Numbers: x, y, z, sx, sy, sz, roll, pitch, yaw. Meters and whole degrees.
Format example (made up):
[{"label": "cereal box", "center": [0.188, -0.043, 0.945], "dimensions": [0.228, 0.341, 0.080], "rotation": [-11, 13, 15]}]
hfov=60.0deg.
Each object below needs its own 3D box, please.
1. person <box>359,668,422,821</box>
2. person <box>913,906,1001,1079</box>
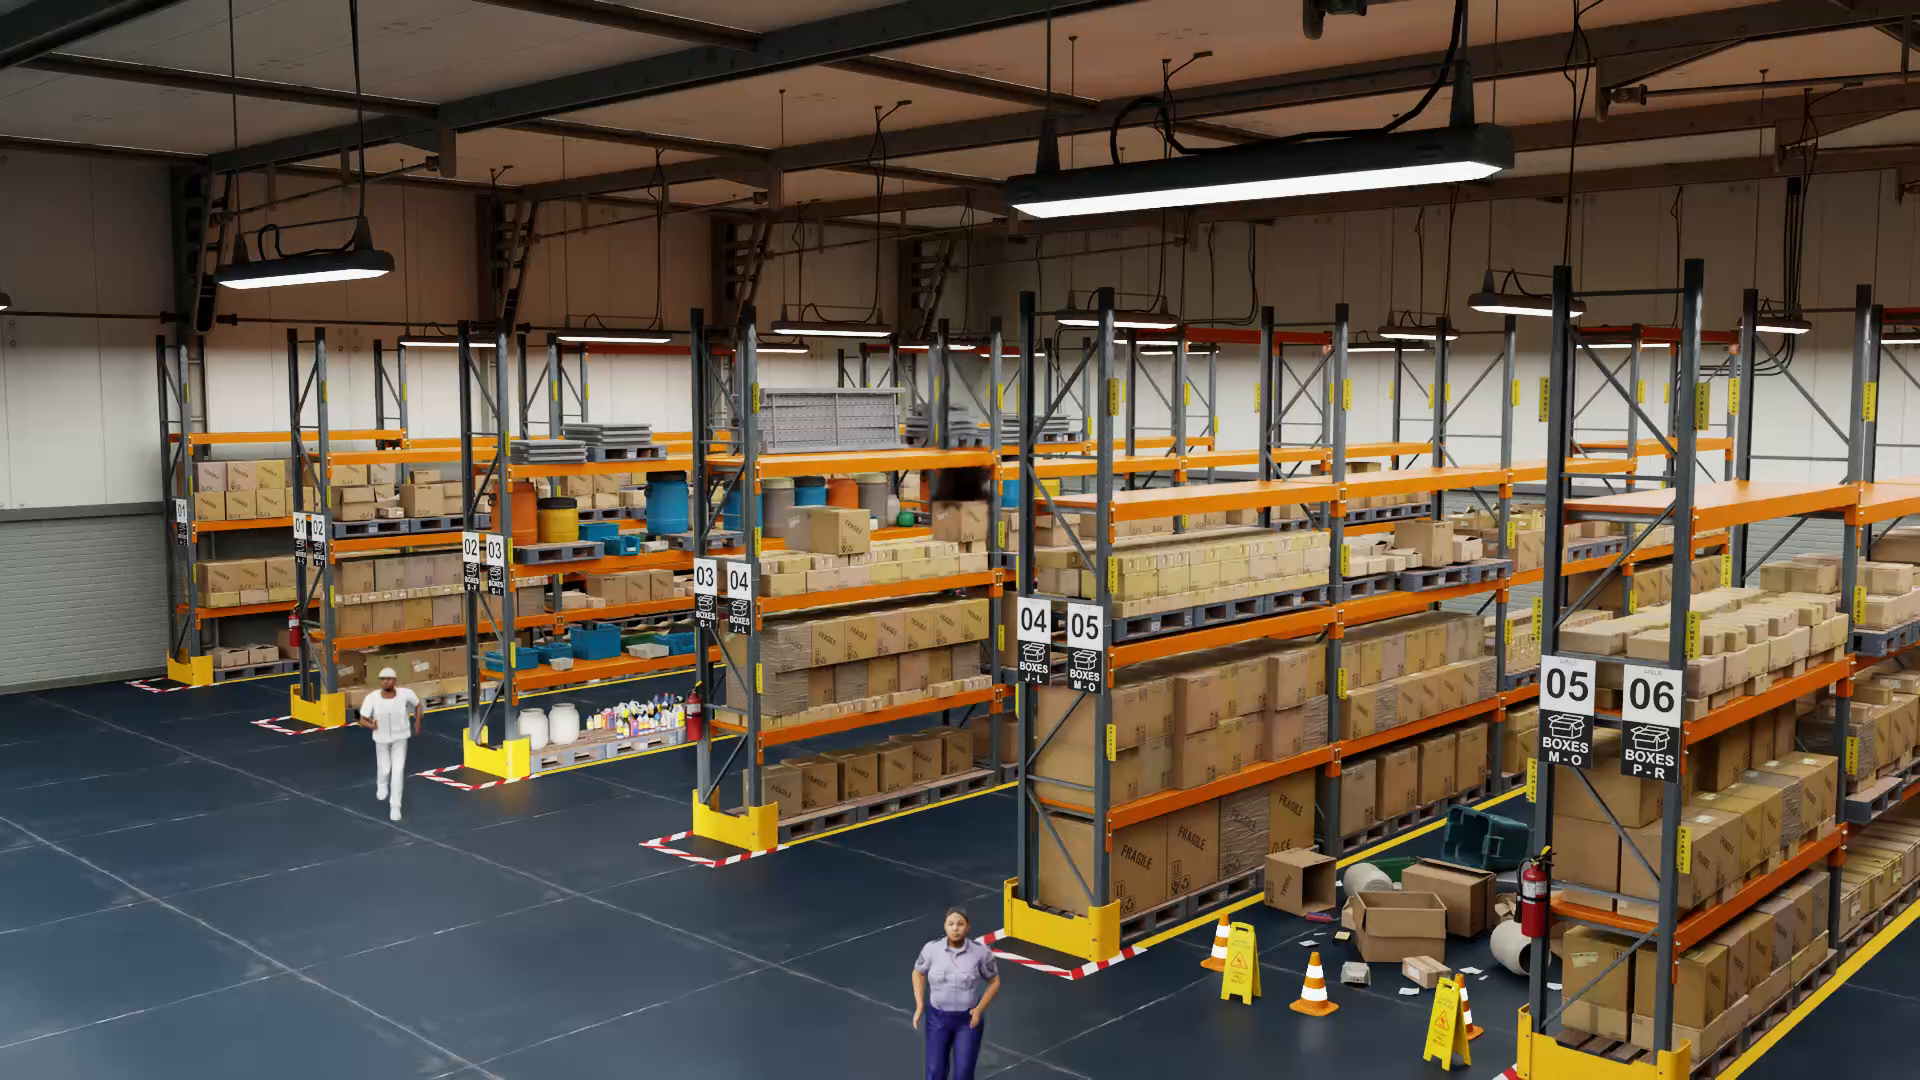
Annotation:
[{"label": "person", "center": [-6.865, 2.404, 20.042], "dimensions": [0.683, 1.772, 0.977], "rotation": [-2, 6, -16]}, {"label": "person", "center": [-0.028, 3.319, 11.460], "dimensions": [0.621, 1.584, 0.560], "rotation": [0, 5, 5]}]
